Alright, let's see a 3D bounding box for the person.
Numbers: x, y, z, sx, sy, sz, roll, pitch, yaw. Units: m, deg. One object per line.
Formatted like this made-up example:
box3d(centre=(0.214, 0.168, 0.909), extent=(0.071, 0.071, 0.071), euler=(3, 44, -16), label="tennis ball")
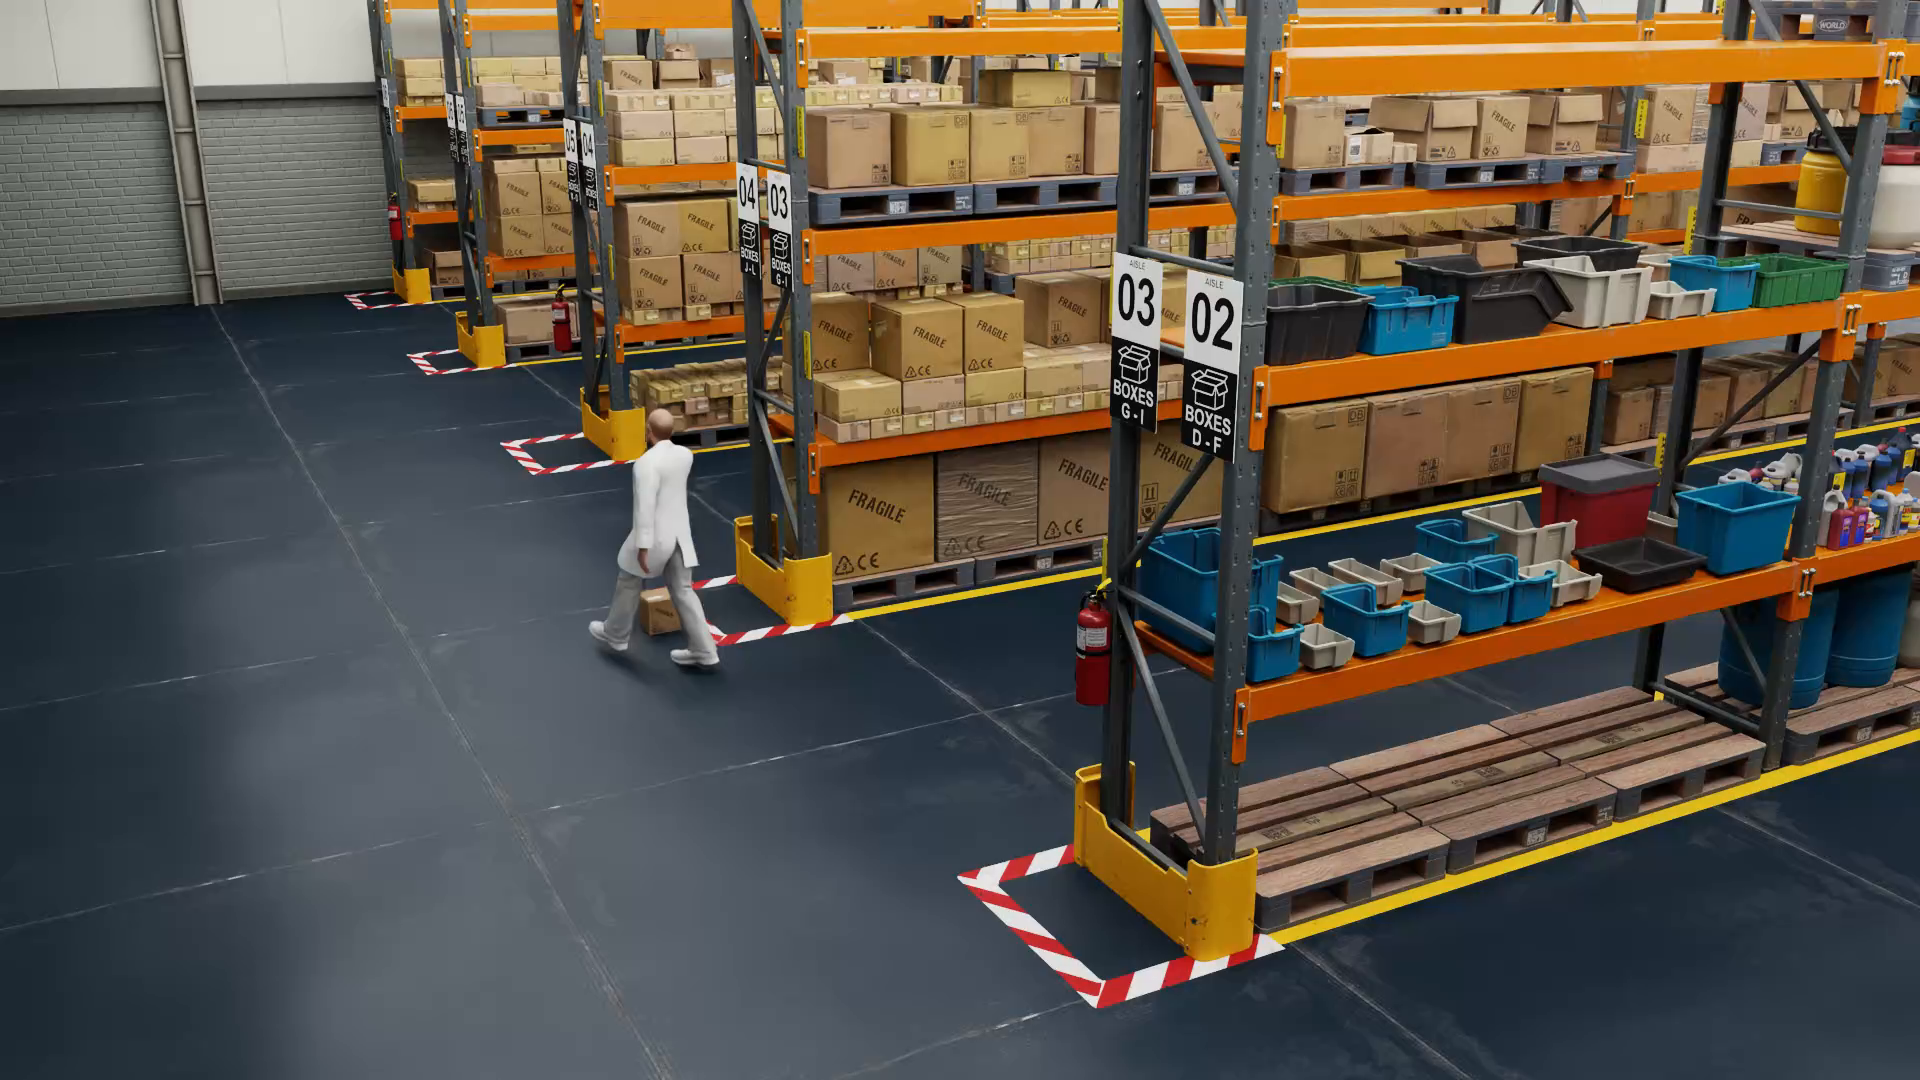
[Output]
box3d(centre=(-2.084, -0.043, 11.222), extent=(1.109, 1.711, 0.618), euler=(13, 22, 35), label="person")
